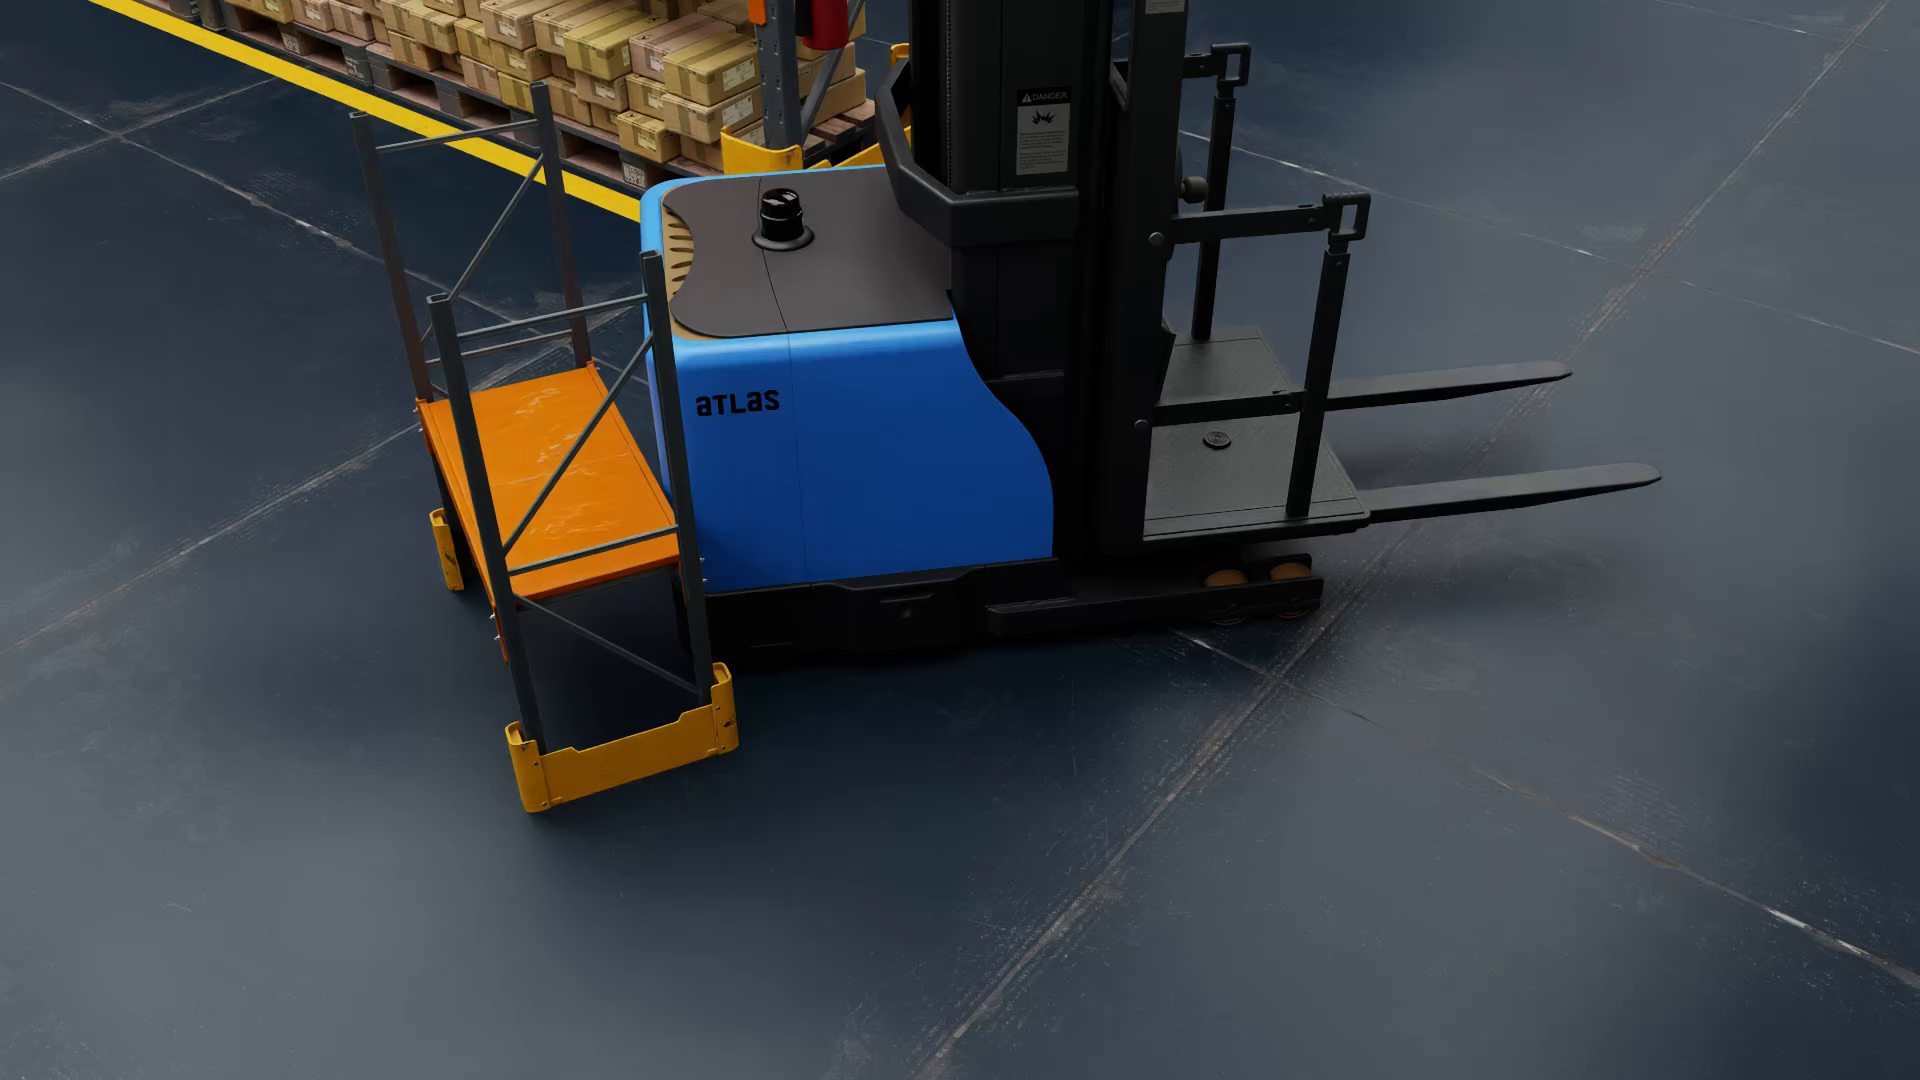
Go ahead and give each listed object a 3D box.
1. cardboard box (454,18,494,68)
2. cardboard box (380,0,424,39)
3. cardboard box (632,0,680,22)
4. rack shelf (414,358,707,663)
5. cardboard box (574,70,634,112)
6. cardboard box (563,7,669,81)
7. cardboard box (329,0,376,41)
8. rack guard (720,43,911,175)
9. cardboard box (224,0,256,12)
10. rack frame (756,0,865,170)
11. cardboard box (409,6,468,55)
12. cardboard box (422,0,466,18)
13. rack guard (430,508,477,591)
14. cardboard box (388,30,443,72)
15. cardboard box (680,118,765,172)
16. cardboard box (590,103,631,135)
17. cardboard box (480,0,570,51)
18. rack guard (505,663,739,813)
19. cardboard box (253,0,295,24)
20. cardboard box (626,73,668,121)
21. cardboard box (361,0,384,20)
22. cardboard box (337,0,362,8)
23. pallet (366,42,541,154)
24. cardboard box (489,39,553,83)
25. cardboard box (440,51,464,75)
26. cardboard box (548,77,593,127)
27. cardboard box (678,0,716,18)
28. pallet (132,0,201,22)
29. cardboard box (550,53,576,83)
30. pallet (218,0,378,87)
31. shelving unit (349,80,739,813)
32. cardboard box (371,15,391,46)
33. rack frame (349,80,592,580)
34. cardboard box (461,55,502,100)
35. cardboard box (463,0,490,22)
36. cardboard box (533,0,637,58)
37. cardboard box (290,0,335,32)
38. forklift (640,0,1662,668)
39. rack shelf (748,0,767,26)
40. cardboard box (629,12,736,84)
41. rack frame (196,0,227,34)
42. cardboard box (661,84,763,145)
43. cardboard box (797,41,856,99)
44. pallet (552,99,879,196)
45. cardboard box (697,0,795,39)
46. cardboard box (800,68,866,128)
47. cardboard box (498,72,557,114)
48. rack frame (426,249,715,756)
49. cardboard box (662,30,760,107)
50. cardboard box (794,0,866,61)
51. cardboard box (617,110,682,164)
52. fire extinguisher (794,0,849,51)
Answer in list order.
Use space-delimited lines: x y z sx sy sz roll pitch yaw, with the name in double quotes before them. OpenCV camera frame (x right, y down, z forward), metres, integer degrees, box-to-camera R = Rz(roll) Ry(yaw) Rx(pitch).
"cardboard box" -2.025 -2.272 7.450 0.250 0.149 0.380 28 46 31
"cardboard box" -2.441 -2.466 7.698 0.250 0.149 0.380 25 44 28
"cardboard box" -1.279 -2.461 7.450 0.250 0.149 0.380 23 44 27
"rack shelf" -1.093 -0.115 4.472 0.538 0.185 1.000 -16 41 -19
"cardboard box" -1.414 -1.980 7.076 0.250 0.149 0.380 23 44 27
"cardboard box" -1.429 -2.076 6.958 0.250 0.149 0.380 24 44 28
"cardboard box" -2.818 -2.577 8.080 0.250 0.149 0.380 24 44 28
"rack guard" -0.467 -1.612 6.904 0.348 0.500 1.175 25 45 29
"cardboard box" -3.490 -2.815 8.384 0.250 0.149 0.380 23 44 27
"rack frame" -0.407 -2.568 6.097 0.127 3.000 1.000 25 45 29
"cardboard box" -2.261 -2.362 7.564 0.250 0.149 0.380 26 45 29
"cardboard box" -2.211 -2.515 7.518 0.250 0.149 0.380 25 45 29
"rack guard" -1.299 -0.038 5.096 0.587 0.250 0.087 -16 41 -19
"cardboard box" -2.435 -2.349 7.789 0.250 0.149 0.380 24 44 27
"cardboard box" -0.952 -1.706 6.967 0.250 0.149 0.380 26 45 29
"cardboard box" -1.375 -1.894 7.207 0.250 0.149 0.380 25 44 28
"cardboard box" -1.844 -2.278 7.215 0.250 0.149 0.380 27 45 30
"rack guard" -0.880 0.519 4.384 0.587 0.250 0.087 -16 41 -19
"cardboard box" -3.279 -2.715 8.257 0.250 0.149 0.380 27 45 30
"cardboard box" -1.175 -1.910 6.987 0.250 0.149 0.380 24 44 28
"cardboard box" -2.603 -2.592 7.858 0.250 0.149 0.380 27 46 30
"cardboard box" -2.807 -2.707 8.004 0.250 0.149 0.380 23 44 26
"pallet" -2.056 -2.277 7.987 1.213 0.211 1.003 25 45 29
"cardboard box" -1.833 -2.167 7.315 0.250 0.149 0.380 26 45 29
"cardboard box" -2.180 -2.288 7.711 0.250 0.149 0.380 27 45 30
"cardboard box" -1.579 -1.980 7.317 0.250 0.149 0.380 26 45 29
"cardboard box" -1.031 -2.409 7.383 0.250 0.149 0.380 25 45 28
"pallet" -4.204 -3.259 9.241 1.213 0.211 1.003 25 45 29
"cardboard box" -1.565 -2.131 7.269 0.250 0.149 0.380 25 44 28
"pallet" -3.029 -2.734 8.571 1.213 0.211 1.003 25 45 29
"shelving unit" -1.089 -0.251 4.354 0.587 1.500 1.083 -16 41 -19
"cardboard box" -2.583 -2.494 7.974 0.250 0.149 0.380 23 44 27
"rack frame" -1.307 -0.541 4.724 0.500 1.500 0.032 -16 41 -19
"cardboard box" -2.025 -2.157 7.543 0.250 0.149 0.380 26 45 29
"cardboard box" -1.986 -2.431 7.411 0.250 0.149 0.380 24 44 27
"cardboard box" -1.596 -2.204 7.121 0.250 0.149 0.380 23 44 27
"cardboard box" -3.050 -2.648 8.171 0.250 0.149 0.380 25 44 28
"forklift" 0.621 -1.218 4.429 3.031 2.935 1.130 -6 38 -8
"rack shelf" -1.996 -3.034 7.275 4.000 0.370 1.077 25 45 29
"cardboard box" -1.146 -2.041 6.913 0.250 0.149 0.380 26 45 29
"rack frame" -3.584 -4.066 8.010 0.127 3.000 1.000 25 45 29
"cardboard box" -1.000 -1.786 6.828 0.250 0.149 0.380 24 44 27
"cardboard box" -0.667 -2.050 7.166 0.250 0.149 0.380 27 46 30
"pallet" -1.091 -1.820 7.403 1.213 0.211 1.003 25 45 29
"cardboard box" -0.909 -2.252 7.182 0.250 0.149 0.380 26 45 29
"cardboard box" -0.629 -1.964 7.297 0.250 0.149 0.380 26 45 29
"cardboard box" -1.820 -2.045 7.400 0.250 0.149 0.380 23 44 27
"rack frame" -0.880 0.028 3.998 0.500 1.500 0.032 -16 41 -19
"cardboard box" -0.982 -1.919 6.757 0.250 0.149 0.380 26 45 29
"cardboard box" -0.617 -2.208 7.126 0.250 0.149 0.380 23 44 27
"cardboard box" -1.218 -1.752 7.027 0.250 0.149 0.380 27 45 30
"fire extinguisher" -0.487 -2.070 5.826 0.183 0.674 0.296 25 45 29
